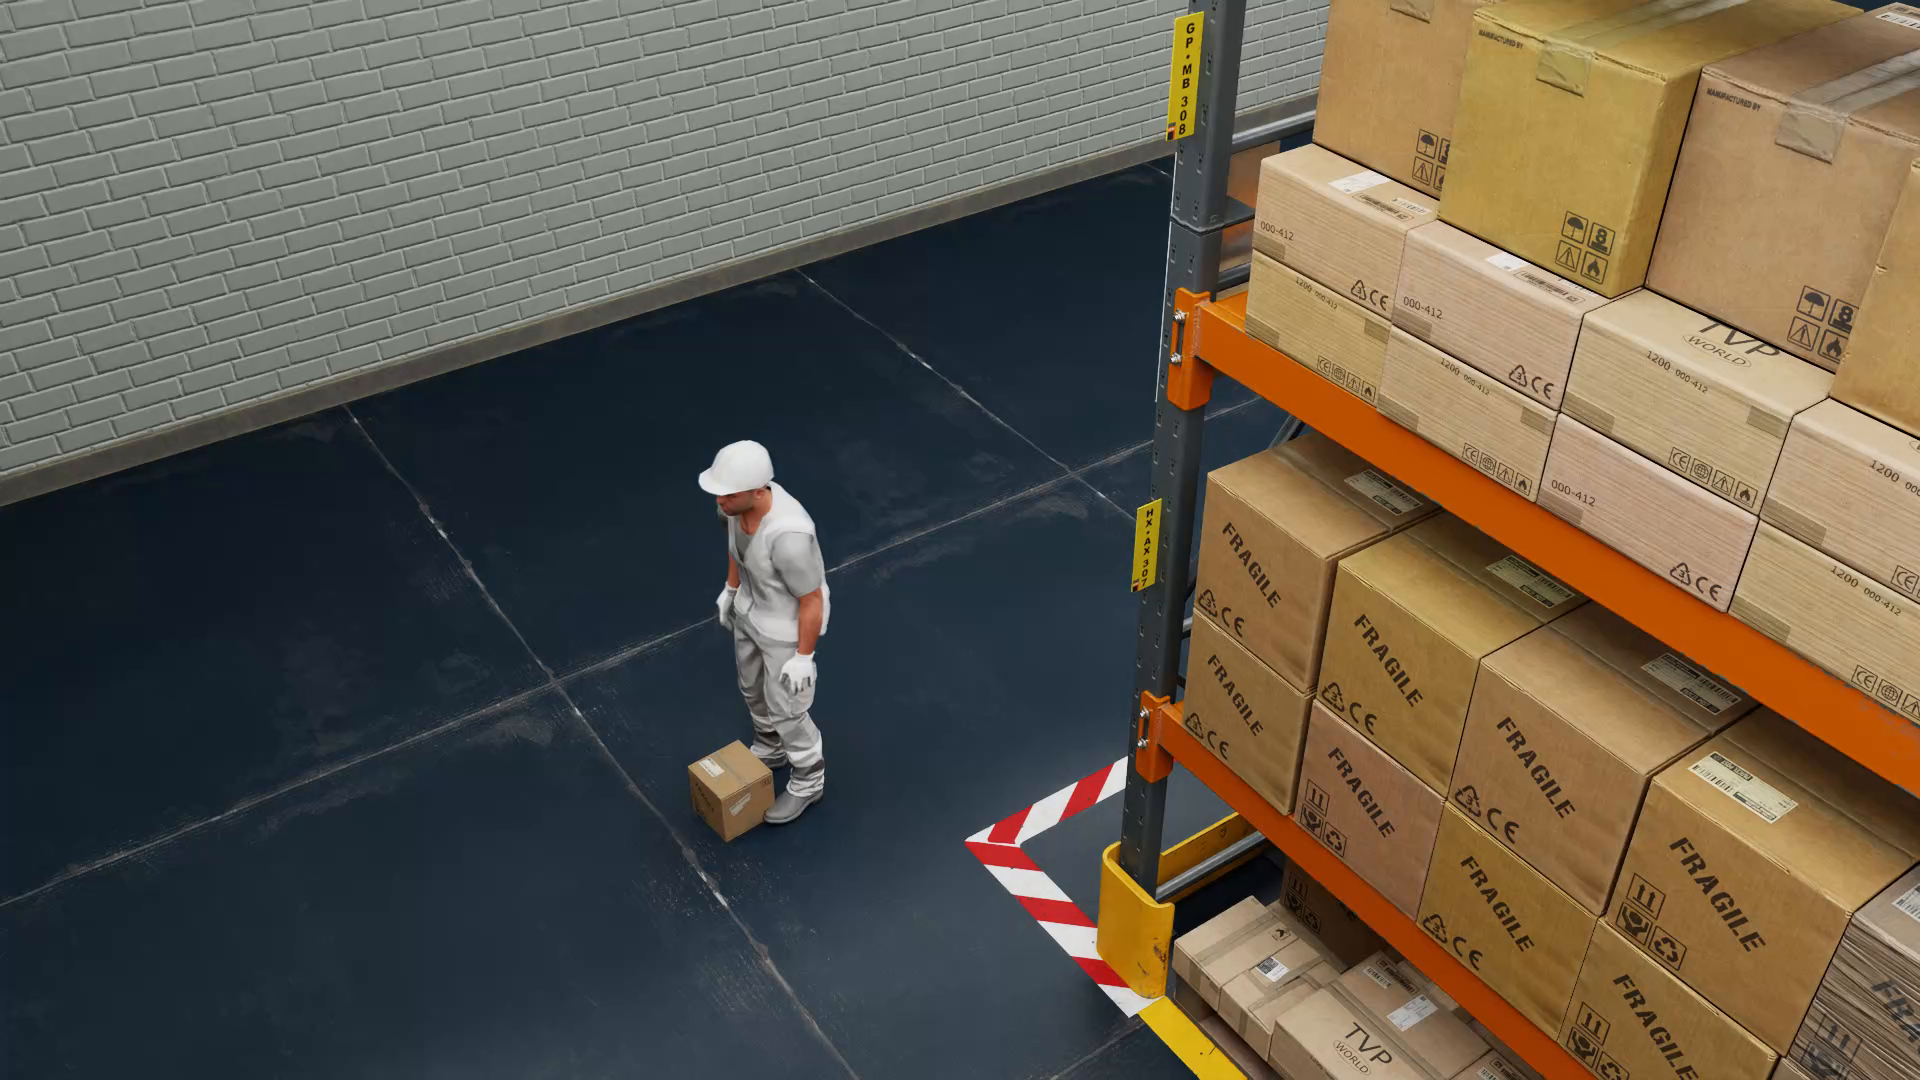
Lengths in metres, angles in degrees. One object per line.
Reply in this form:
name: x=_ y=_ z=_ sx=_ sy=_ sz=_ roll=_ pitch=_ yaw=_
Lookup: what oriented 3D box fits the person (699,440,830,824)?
person: x=-0.753 y=0.345 z=6.517 sx=0.455 sy=1.779 sz=0.618 roll=-23 pitch=42 yaw=-28
